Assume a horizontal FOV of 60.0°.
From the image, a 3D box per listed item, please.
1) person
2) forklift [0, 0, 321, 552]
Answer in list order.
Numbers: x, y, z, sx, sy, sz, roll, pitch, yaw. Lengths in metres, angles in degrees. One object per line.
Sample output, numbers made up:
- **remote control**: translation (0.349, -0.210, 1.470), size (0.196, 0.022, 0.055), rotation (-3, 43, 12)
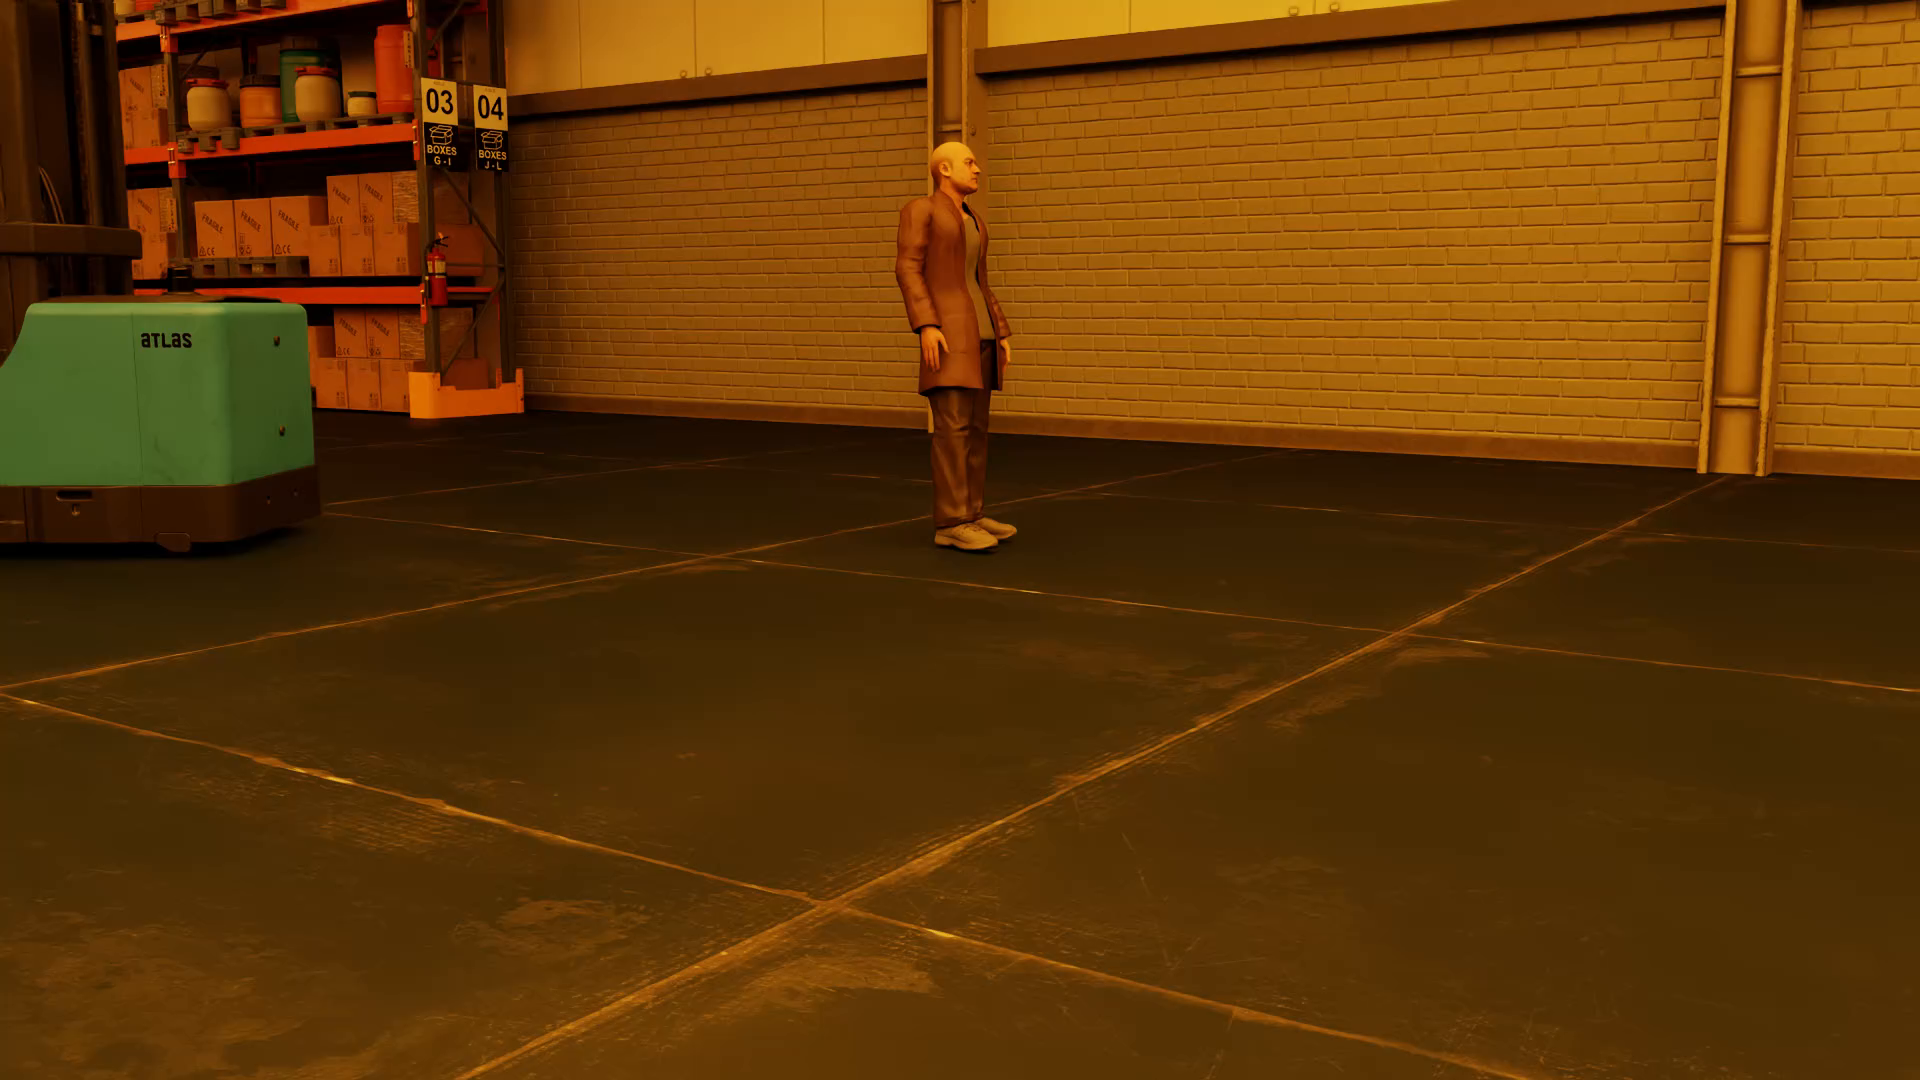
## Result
- **person**: translation (0.072, -0.879, 7.423), size (0.582, 1.775, 0.696), rotation (5, 10, 34)
- **forklift**: translation (-4.578, -1.444, 7.346), size (3.031, 2.935, 1.130), rotation (0, 8, 0)
